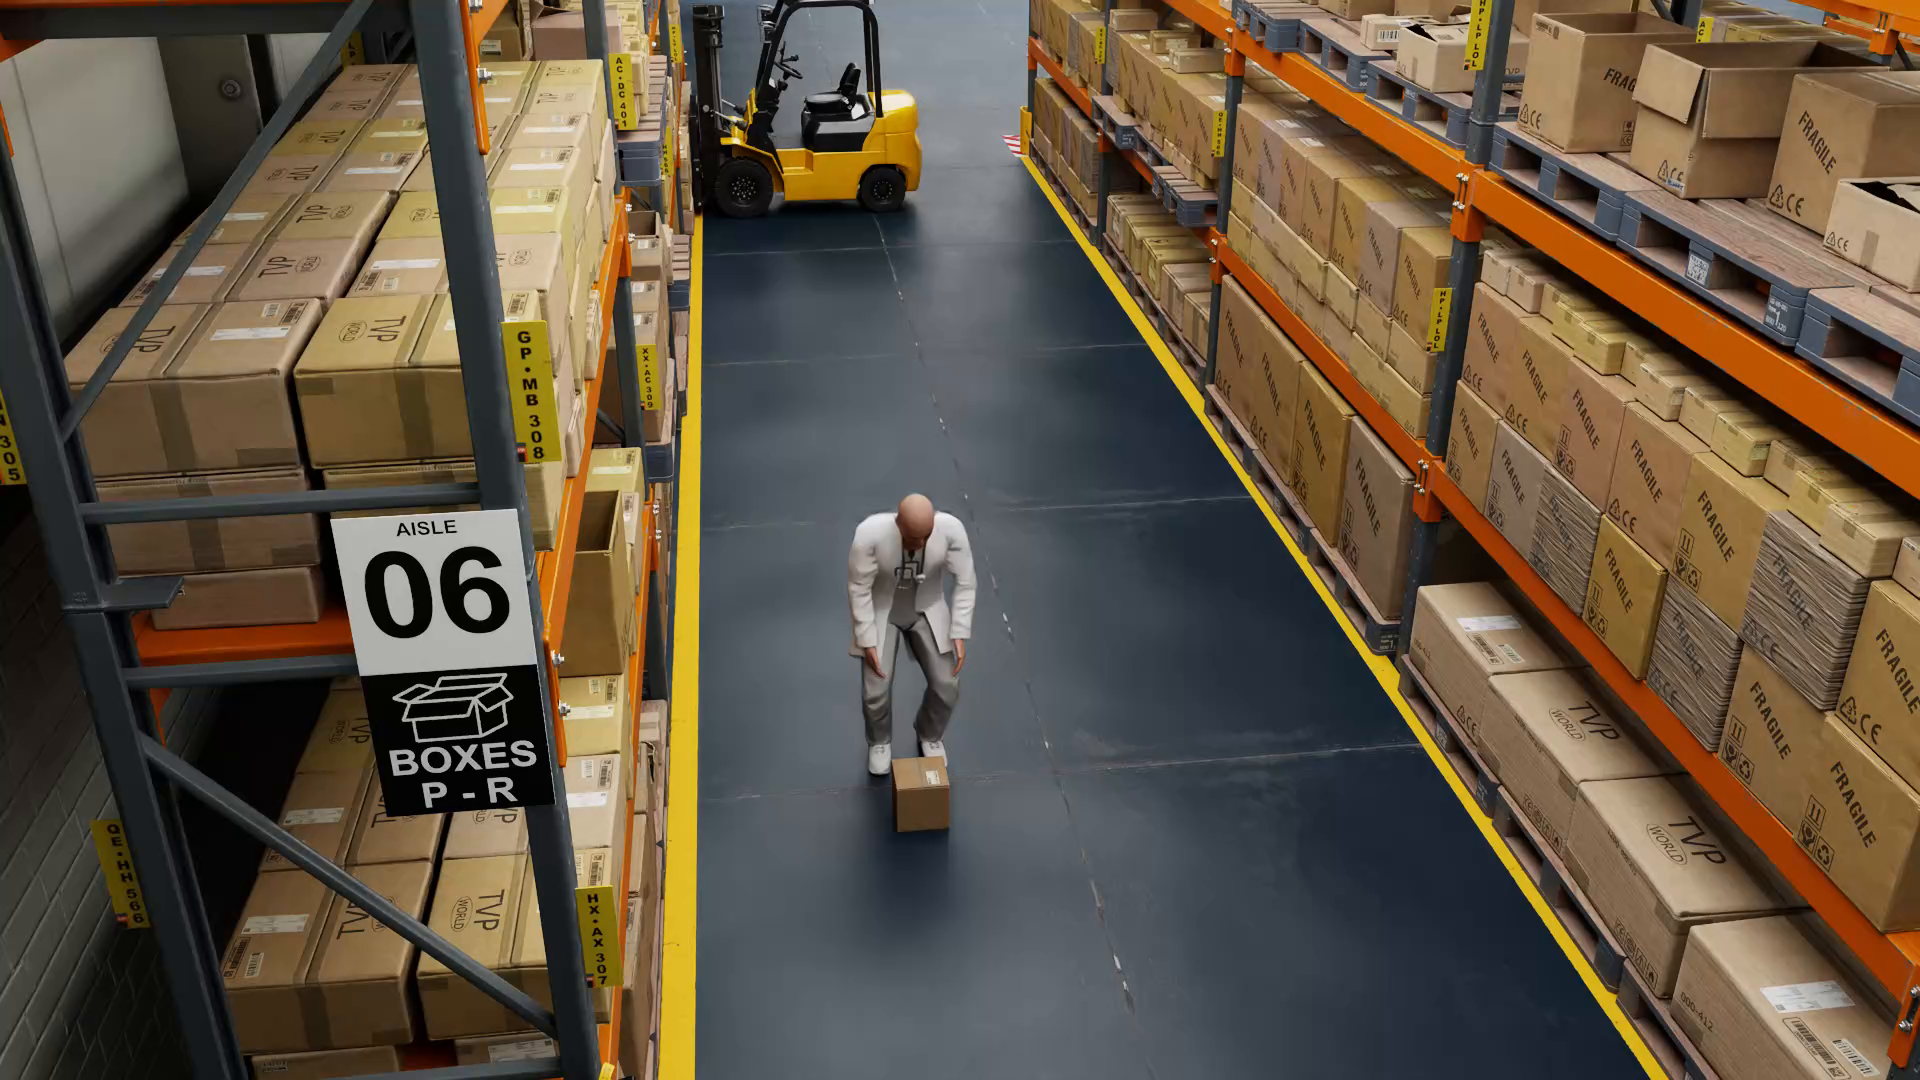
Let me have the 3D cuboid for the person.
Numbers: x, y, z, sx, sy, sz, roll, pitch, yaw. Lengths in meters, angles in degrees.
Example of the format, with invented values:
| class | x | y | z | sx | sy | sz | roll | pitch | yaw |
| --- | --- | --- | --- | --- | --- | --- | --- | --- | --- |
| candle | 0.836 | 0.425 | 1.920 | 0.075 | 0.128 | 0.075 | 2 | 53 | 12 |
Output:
| class | x | y | z | sx | sy | sz | roll | pitch | yaw |
| --- | --- | --- | --- | --- | --- | --- | --- | --- | --- |
| person | -0.237 | 0.406 | 8.075 | 0.626 | 1.564 | 0.613 | -3 | 27 | -7 |
